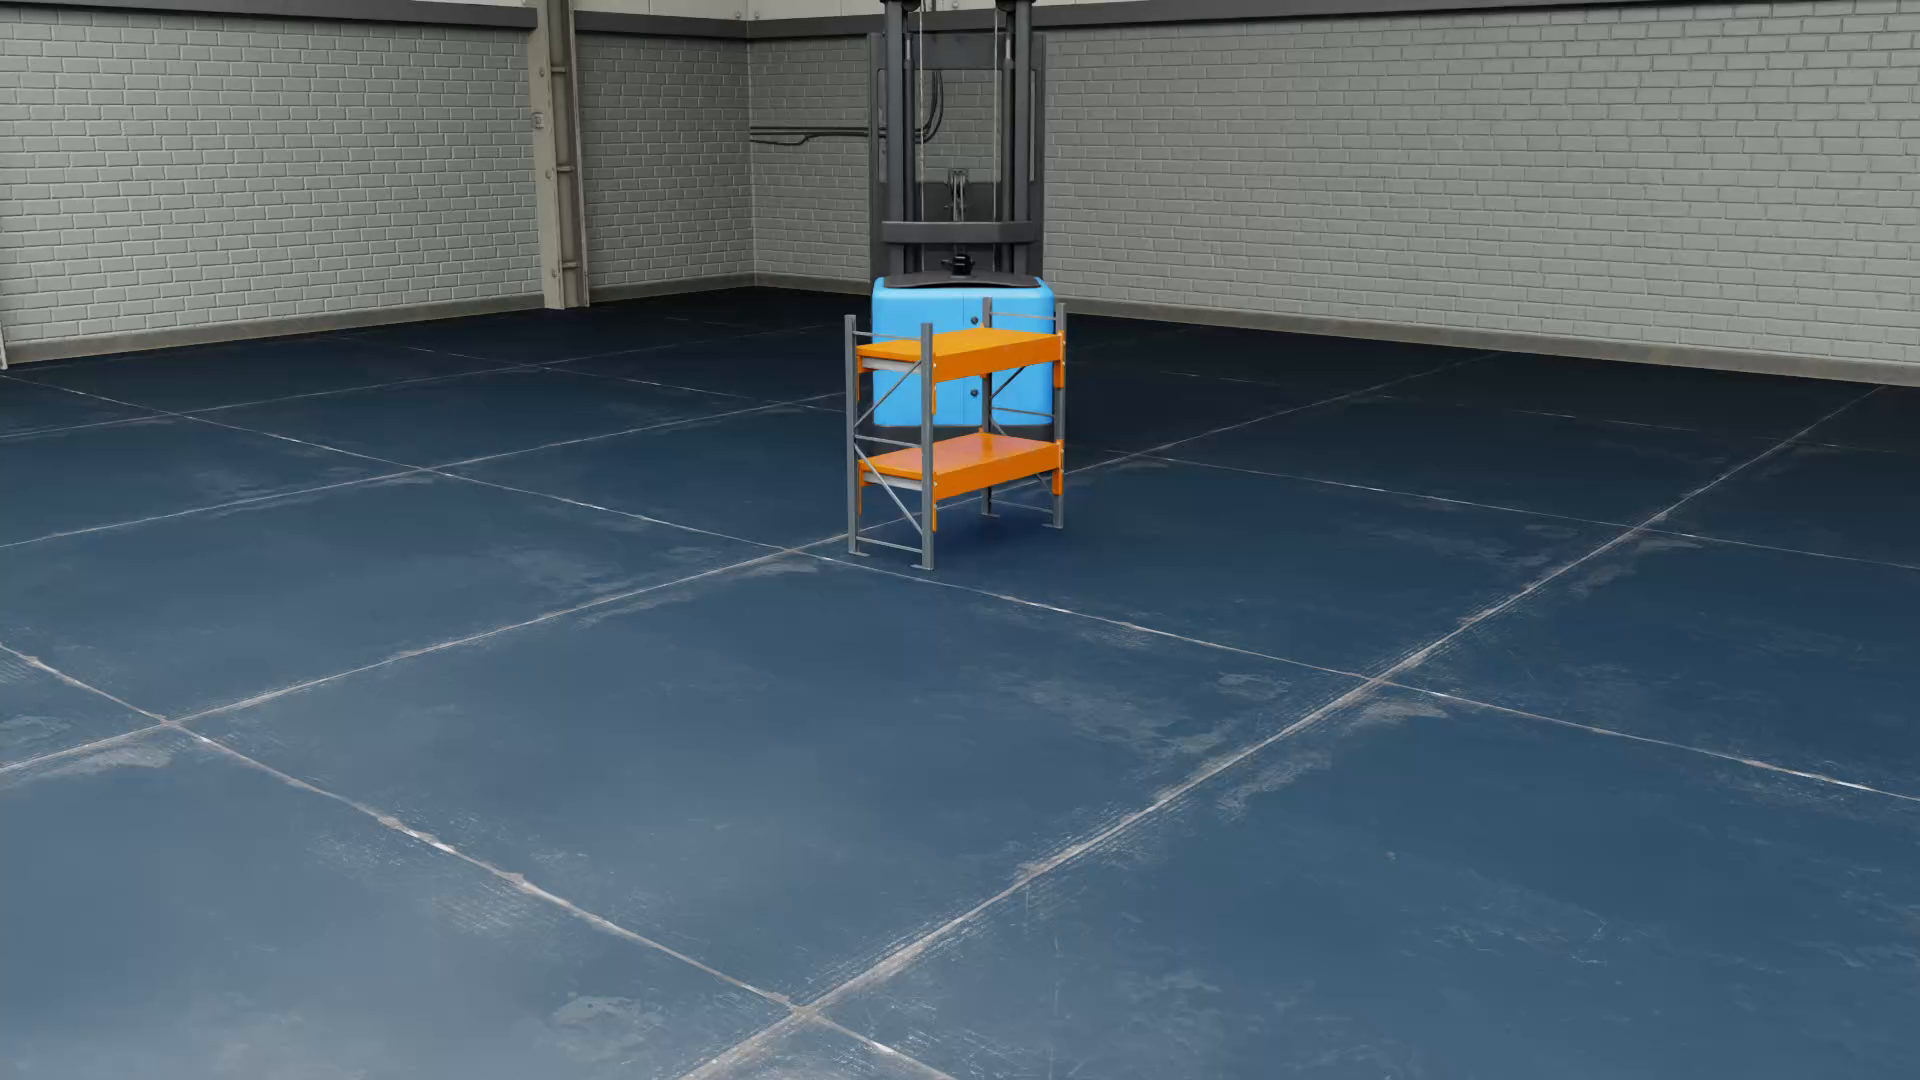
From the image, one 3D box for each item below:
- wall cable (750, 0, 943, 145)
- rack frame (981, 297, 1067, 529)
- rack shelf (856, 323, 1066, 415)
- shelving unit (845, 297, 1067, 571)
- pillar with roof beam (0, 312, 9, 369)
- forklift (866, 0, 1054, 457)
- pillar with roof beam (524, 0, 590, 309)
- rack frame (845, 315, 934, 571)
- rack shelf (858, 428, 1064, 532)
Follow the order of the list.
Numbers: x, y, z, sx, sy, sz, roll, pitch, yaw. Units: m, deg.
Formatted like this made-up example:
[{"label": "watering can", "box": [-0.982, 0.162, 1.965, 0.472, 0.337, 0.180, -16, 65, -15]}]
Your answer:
[{"label": "wall cable", "box": [-1.408, -5.758, 18.818, 3.097, 2.526, 0.112, 11, 18, 38]}, {"label": "rack frame", "box": [0.315, -0.641, 8.363, 0.500, 1.125, 0.032, 11, 18, 38]}, {"label": "rack shelf", "box": [-0.004, -0.828, 7.907, 0.538, 0.278, 1.000, 11, 18, 38]}, {"label": "shelving unit", "box": [-0.004, -0.544, 7.979, 0.538, 1.125, 1.048, 11, 18, 38]}, {"label": "pillar with roof beam", "box": [-4.711, -5.088, 9.874, 9.100, 9.000, 0.400, 11, 18, 38]}, {"label": "forklift", "box": [-0.031, -2.138, 10.586, 1.130, 2.935, 3.031, -1, 14, -2]}, {"label": "pillar with roof beam", "box": [-0.940, -6.237, 14.398, 9.100, 9.000, 0.400, 11, 18, 38]}, {"label": "rack frame", "box": [-0.324, -0.447, 7.596, 0.500, 1.125, 0.032, 11, 18, 38]}, {"label": "rack shelf", "box": [-0.004, -0.307, 8.040, 0.538, 0.278, 1.000, 11, 18, 38]}]
